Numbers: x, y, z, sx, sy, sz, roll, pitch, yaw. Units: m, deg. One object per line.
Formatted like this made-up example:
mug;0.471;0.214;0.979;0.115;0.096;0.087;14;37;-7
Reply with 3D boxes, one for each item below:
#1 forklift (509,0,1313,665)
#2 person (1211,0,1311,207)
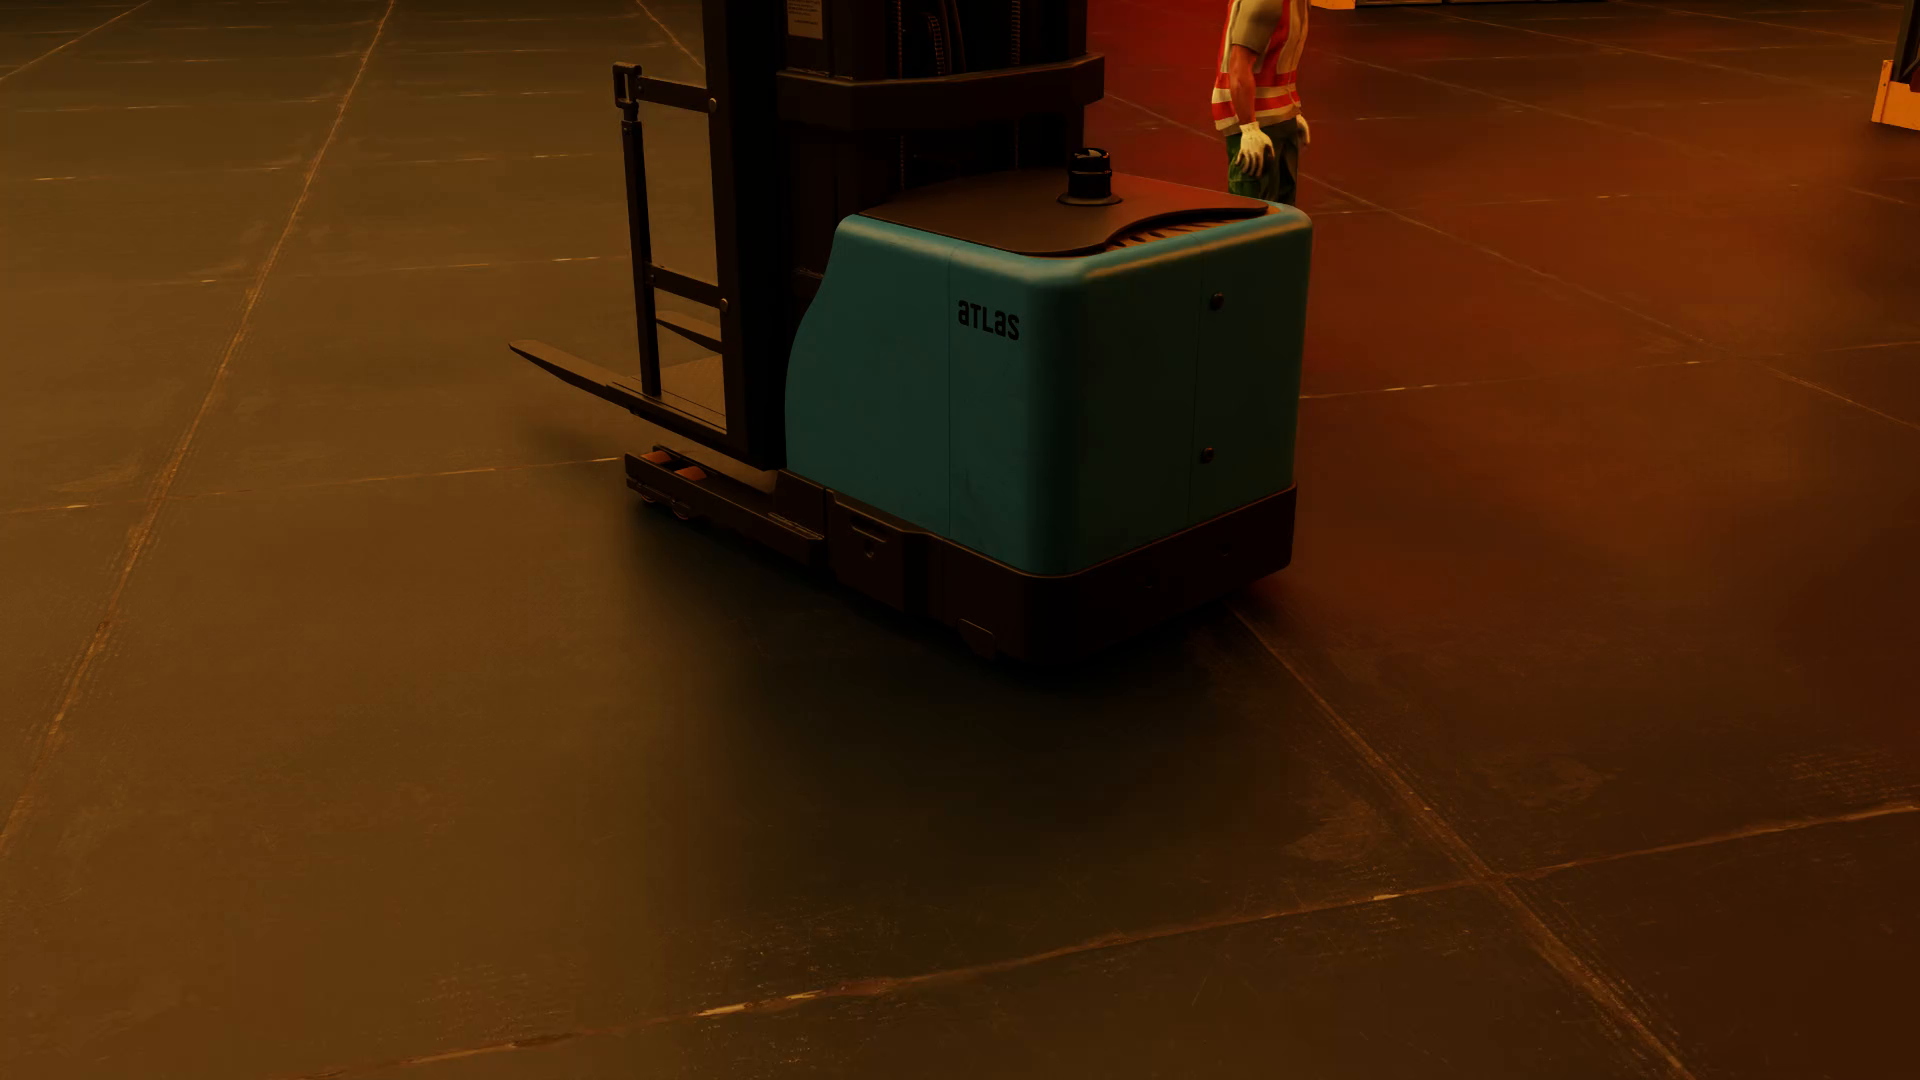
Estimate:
forklift;-0.421;-1.529;4.902;1.130;2.935;3.031;-20;30;-38
person;1.241;-1.641;6.640;0.451;1.779;0.607;12;26;26
